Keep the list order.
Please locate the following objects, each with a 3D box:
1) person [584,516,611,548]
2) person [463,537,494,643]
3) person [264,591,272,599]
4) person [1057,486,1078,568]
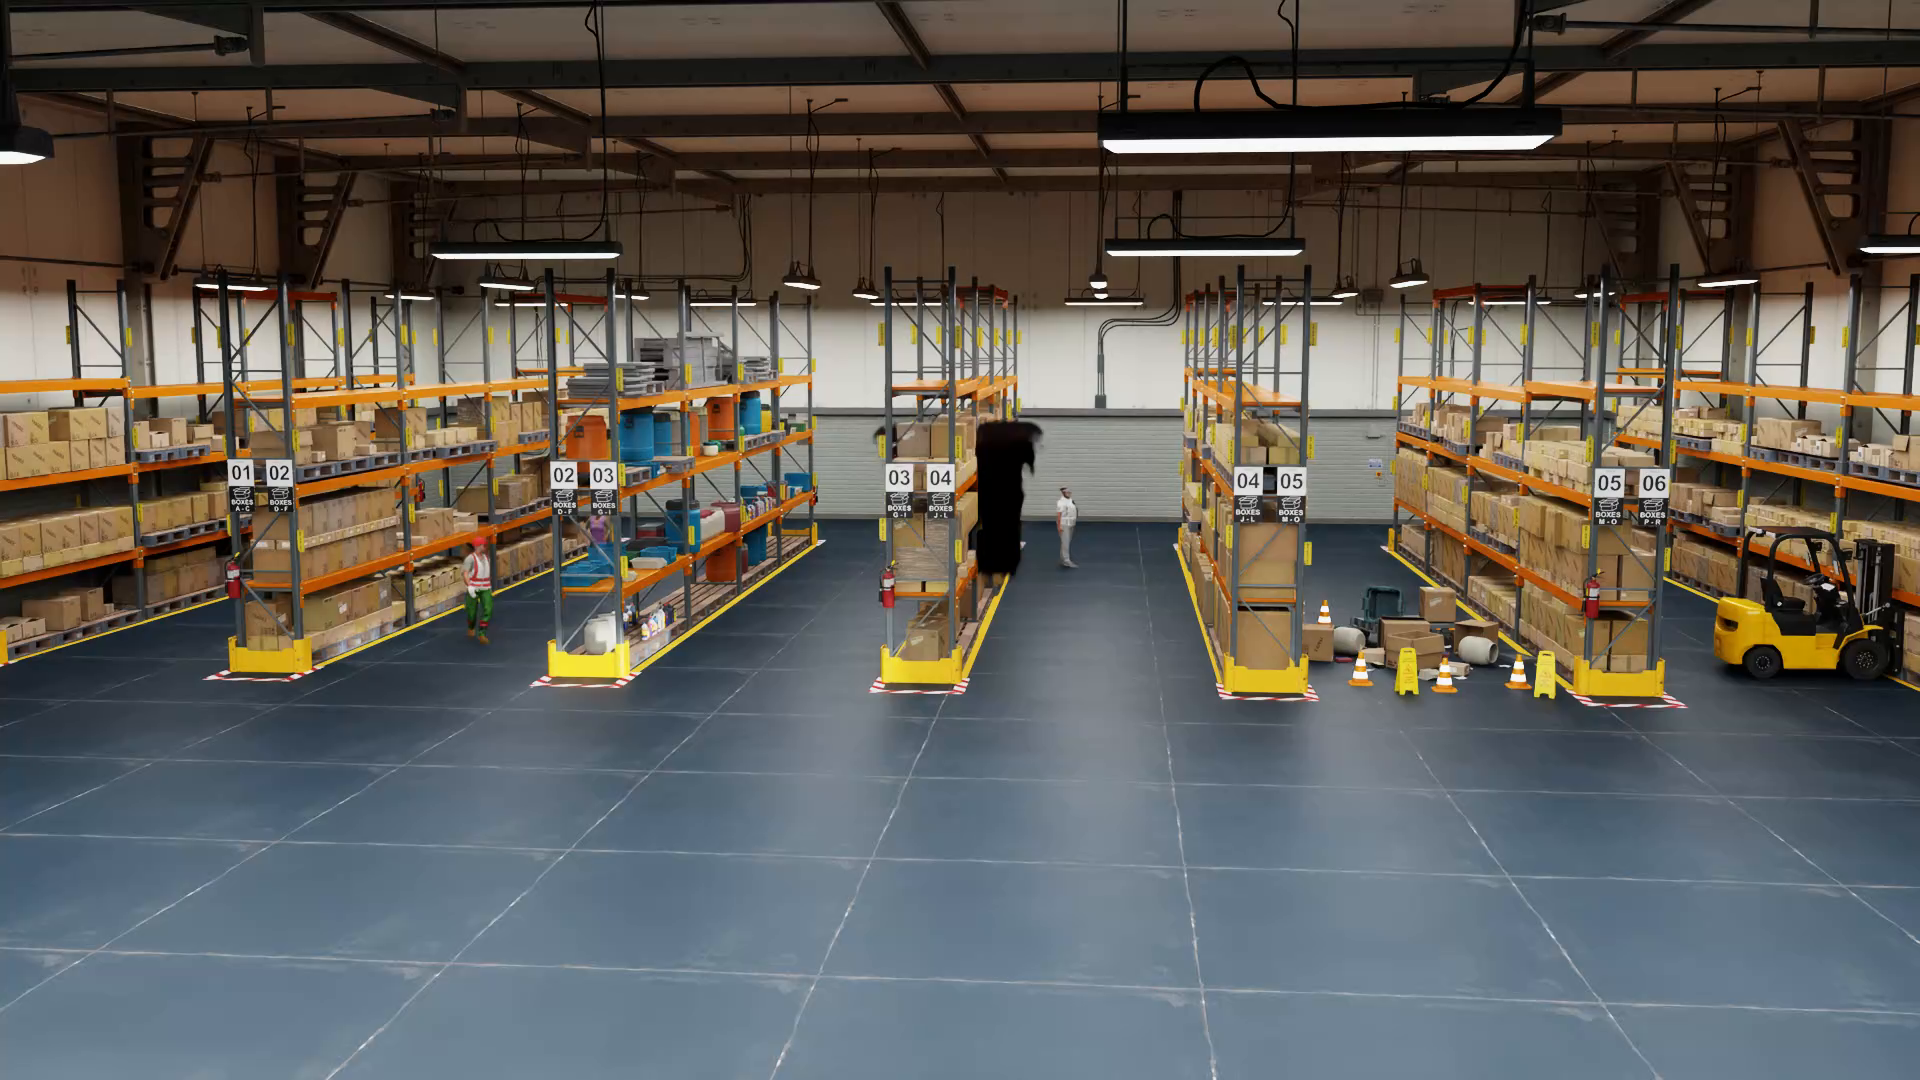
[{"bbox_3d":[-7.470,0.082,34.283,0.552,1.588,0.648,1,7,10],"label":"person"},{"bbox_3d":[-7.943,0.812,27.472,0.602,1.741,0.724,-5,9,-38],"label":"person"},{"bbox_3d":[-12.447,0.494,30.279,0.710,1.833,0.662,-5,8,-33],"label":"person"},{"bbox_3d":[2.410,-0.312,36.626,0.555,1.790,0.570,4,8,33],"label":"person"}]
